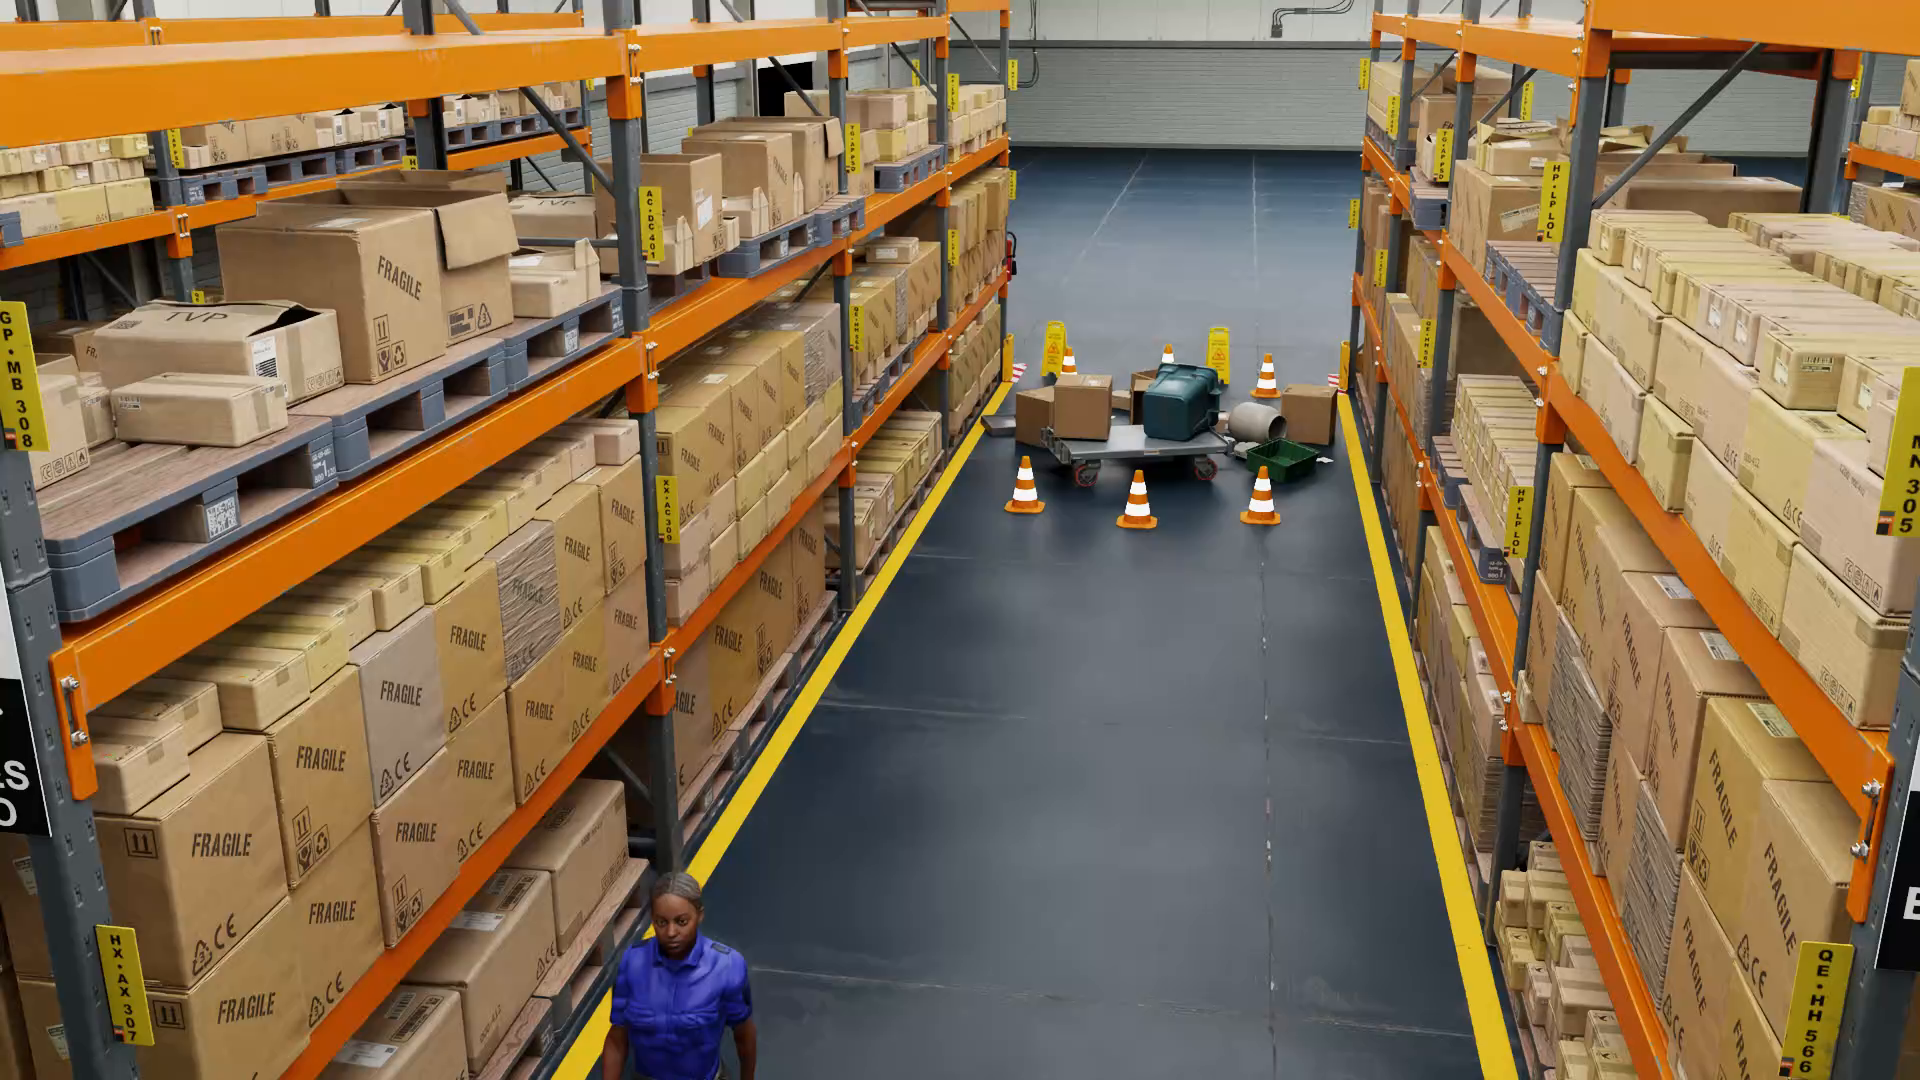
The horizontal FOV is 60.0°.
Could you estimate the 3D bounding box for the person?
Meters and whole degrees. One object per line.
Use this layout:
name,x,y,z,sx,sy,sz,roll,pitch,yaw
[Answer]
person,-0.923,1.840,5.380,0.458,1.584,0.967,4,18,11
